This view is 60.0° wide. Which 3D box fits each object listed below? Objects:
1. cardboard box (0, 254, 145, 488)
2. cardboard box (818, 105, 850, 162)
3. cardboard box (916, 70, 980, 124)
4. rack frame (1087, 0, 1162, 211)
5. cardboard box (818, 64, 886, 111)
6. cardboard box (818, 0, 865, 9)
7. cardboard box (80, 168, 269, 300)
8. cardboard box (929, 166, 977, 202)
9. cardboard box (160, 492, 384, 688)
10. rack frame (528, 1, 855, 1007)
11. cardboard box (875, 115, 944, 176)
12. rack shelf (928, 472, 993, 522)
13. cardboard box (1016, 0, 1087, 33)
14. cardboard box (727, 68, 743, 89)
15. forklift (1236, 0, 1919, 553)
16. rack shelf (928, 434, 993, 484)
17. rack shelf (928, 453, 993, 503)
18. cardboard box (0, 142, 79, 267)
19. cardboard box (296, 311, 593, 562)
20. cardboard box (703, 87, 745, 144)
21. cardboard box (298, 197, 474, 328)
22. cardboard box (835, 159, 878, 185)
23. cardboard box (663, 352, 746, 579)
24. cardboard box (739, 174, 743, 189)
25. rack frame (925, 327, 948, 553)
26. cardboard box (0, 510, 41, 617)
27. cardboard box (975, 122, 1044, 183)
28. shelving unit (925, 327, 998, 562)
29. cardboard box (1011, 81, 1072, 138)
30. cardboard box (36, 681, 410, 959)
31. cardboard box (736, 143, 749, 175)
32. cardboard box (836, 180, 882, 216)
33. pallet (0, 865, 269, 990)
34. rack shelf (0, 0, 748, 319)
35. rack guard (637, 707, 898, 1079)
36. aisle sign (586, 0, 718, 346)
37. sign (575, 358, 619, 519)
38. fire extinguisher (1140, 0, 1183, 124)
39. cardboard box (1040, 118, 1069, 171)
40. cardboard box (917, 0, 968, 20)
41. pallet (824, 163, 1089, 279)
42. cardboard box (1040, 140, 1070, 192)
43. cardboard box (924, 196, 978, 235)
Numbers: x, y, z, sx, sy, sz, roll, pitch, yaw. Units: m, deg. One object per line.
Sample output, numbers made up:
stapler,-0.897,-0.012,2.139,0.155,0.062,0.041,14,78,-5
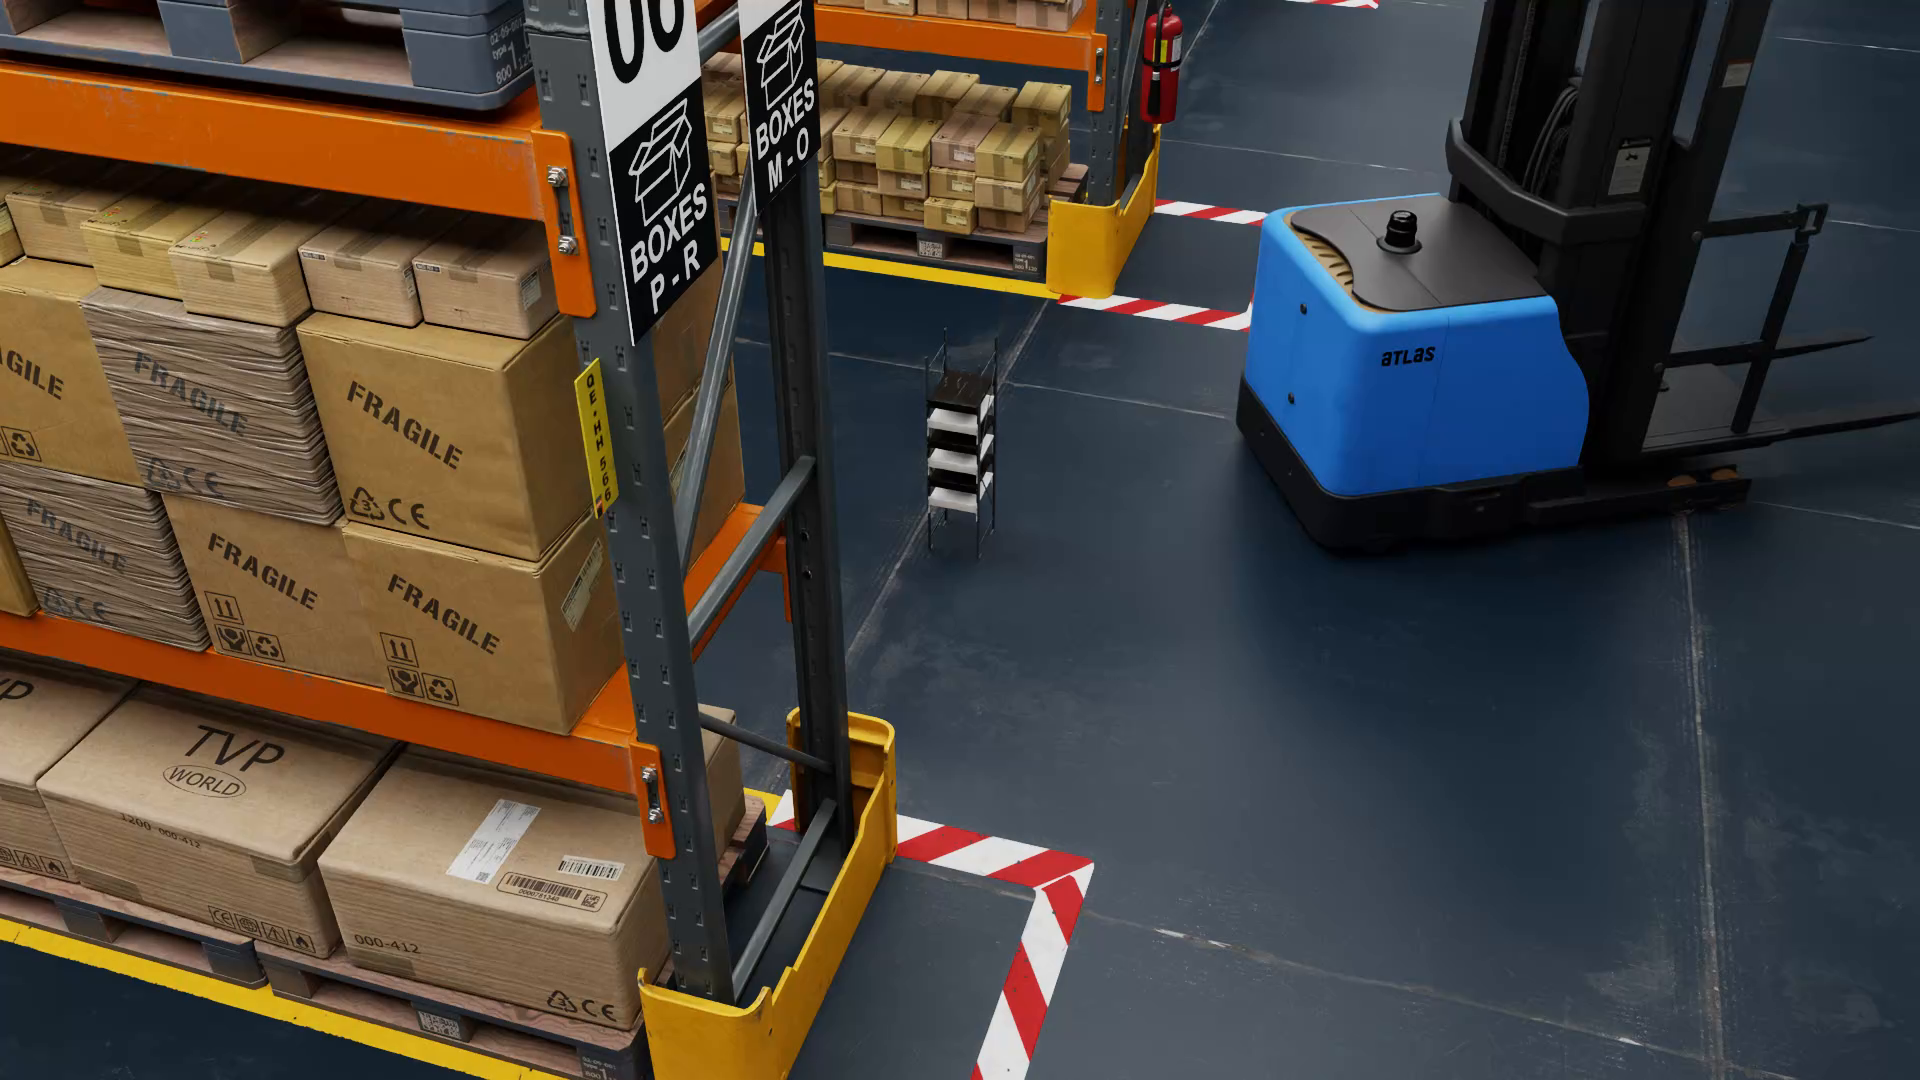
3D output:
cardboard box,-2.056,-0.501,3.973,0.500,0.500,0.500,10,38,14
cardboard box,-0.756,-2.121,8.650,0.250,0.149,0.380,12,38,16
cardboard box,-0.066,-2.405,9.036,0.250,0.149,0.380,10,38,14
rack frame,0.834,-2.762,7.972,0.127,3.000,1.000,10,38,14
cardboard box,-0.590,-2.456,9.105,0.250,0.149,0.380,12,38,16
cardboard box,-0.525,-2.754,8.174,0.250,0.149,0.380,9,37,12
cardboard box,-1.697,-0.694,3.688,0.250,0.149,0.380,11,38,15
cardboard box,0.012,-1.911,8.616,0.250,0.149,0.380,10,37,13
cardboard box,-1.560,-0.016,4.157,0.500,0.500,0.500,10,37,13
rack frame,-0.546,0.057,4.142,0.127,3.000,1.000,10,38,14
cardboard box,-0.255,-2.023,8.517,0.250,0.149,0.380,10,37,13
rack shelf,0.008,-0.189,6.608,0.200,0.077,0.258,10,38,14
cardboard box,0.438,-2.558,7.907,0.250,0.149,0.380,11,38,14
cardboard box,-1.096,-2.519,9.190,0.250,0.149,0.380,11,38,14
forklift,2.788,-1.580,6.424,3.031,2.935,1.130,-8,37,-10
rack shelf,0.008,-0.334,6.501,0.200,0.077,0.258,10,38,14
rack shelf,0.008,-0.262,6.554,0.200,0.077,0.258,10,38,14
cardboard box,-2.182,-0.792,3.820,0.250,0.149,0.380,11,38,15
cardboard box,-1.077,-0.336,3.749,0.500,0.500,0.500,12,38,15
cardboard box,-1.233,-2.260,8.839,0.250,0.149,0.380,11,38,14
cardboard box,-1.197,-0.629,3.598,0.250,0.149,0.380,11,38,15
cardboard box,-0.477,-2.031,8.778,0.250,0.149,0.380,10,38,13
cardboard box,-0.918,-0.231,4.448,0.500,0.500,0.500,10,38,14
cardboard box,-0.990,-1.947,8.915,0.250,0.149,0.380,11,38,15
rack frame,-0.089,-0.379,6.506,0.006,0.900,0.240,10,38,14
cardboard box,-2.550,-0.185,4.387,0.500,0.500,0.500,12,38,15
cardboard box,0.253,-1.972,8.448,0.250,0.149,0.380,11,38,14
shelving unit,0.008,-0.361,6.481,0.210,0.900,0.258,10,38,14
cardboard box,0.435,-2.307,8.903,0.250,0.149,0.380,9,37,12
cardboard box,-2.082,0.703,5.072,0.875,0.438,0.875,11,38,15
cardboard box,-0.989,-2.065,8.825,0.250,0.149,0.380,12,38,16
cardboard box,-0.473,-1.877,8.821,0.250,0.149,0.380,11,38,14
pallet,-2.493,0.866,5.395,1.213,0.211,1.003,10,38,14
rack shelf,-2.455,-1.215,3.946,4.000,0.370,1.077,10,38,14
rack guard,-0.523,1.068,4.877,0.348,0.500,1.175,10,38,14
aisle sign,-0.569,-0.802,3.116,0.004,0.787,0.394,10,38,14
sign,-0.721,-0.200,3.315,0.005,0.325,0.100,10,38,14
fire extinguisher,0.937,-2.275,7.690,0.183,0.674,0.296,10,38,14
cardboard box,0.410,-2.140,8.927,0.250,0.149,0.380,12,38,16
cardboard box,-0.032,-2.659,8.044,0.250,0.149,0.380,10,38,13
pallet,-0.004,-1.816,9.039,1.213,0.211,1.003,10,38,14
cardboard box,0.429,-2.056,9.064,0.250,0.149,0.380,11,38,15
cardboard box,-0.006,-1.746,8.642,0.250,0.149,0.380,12,38,15
